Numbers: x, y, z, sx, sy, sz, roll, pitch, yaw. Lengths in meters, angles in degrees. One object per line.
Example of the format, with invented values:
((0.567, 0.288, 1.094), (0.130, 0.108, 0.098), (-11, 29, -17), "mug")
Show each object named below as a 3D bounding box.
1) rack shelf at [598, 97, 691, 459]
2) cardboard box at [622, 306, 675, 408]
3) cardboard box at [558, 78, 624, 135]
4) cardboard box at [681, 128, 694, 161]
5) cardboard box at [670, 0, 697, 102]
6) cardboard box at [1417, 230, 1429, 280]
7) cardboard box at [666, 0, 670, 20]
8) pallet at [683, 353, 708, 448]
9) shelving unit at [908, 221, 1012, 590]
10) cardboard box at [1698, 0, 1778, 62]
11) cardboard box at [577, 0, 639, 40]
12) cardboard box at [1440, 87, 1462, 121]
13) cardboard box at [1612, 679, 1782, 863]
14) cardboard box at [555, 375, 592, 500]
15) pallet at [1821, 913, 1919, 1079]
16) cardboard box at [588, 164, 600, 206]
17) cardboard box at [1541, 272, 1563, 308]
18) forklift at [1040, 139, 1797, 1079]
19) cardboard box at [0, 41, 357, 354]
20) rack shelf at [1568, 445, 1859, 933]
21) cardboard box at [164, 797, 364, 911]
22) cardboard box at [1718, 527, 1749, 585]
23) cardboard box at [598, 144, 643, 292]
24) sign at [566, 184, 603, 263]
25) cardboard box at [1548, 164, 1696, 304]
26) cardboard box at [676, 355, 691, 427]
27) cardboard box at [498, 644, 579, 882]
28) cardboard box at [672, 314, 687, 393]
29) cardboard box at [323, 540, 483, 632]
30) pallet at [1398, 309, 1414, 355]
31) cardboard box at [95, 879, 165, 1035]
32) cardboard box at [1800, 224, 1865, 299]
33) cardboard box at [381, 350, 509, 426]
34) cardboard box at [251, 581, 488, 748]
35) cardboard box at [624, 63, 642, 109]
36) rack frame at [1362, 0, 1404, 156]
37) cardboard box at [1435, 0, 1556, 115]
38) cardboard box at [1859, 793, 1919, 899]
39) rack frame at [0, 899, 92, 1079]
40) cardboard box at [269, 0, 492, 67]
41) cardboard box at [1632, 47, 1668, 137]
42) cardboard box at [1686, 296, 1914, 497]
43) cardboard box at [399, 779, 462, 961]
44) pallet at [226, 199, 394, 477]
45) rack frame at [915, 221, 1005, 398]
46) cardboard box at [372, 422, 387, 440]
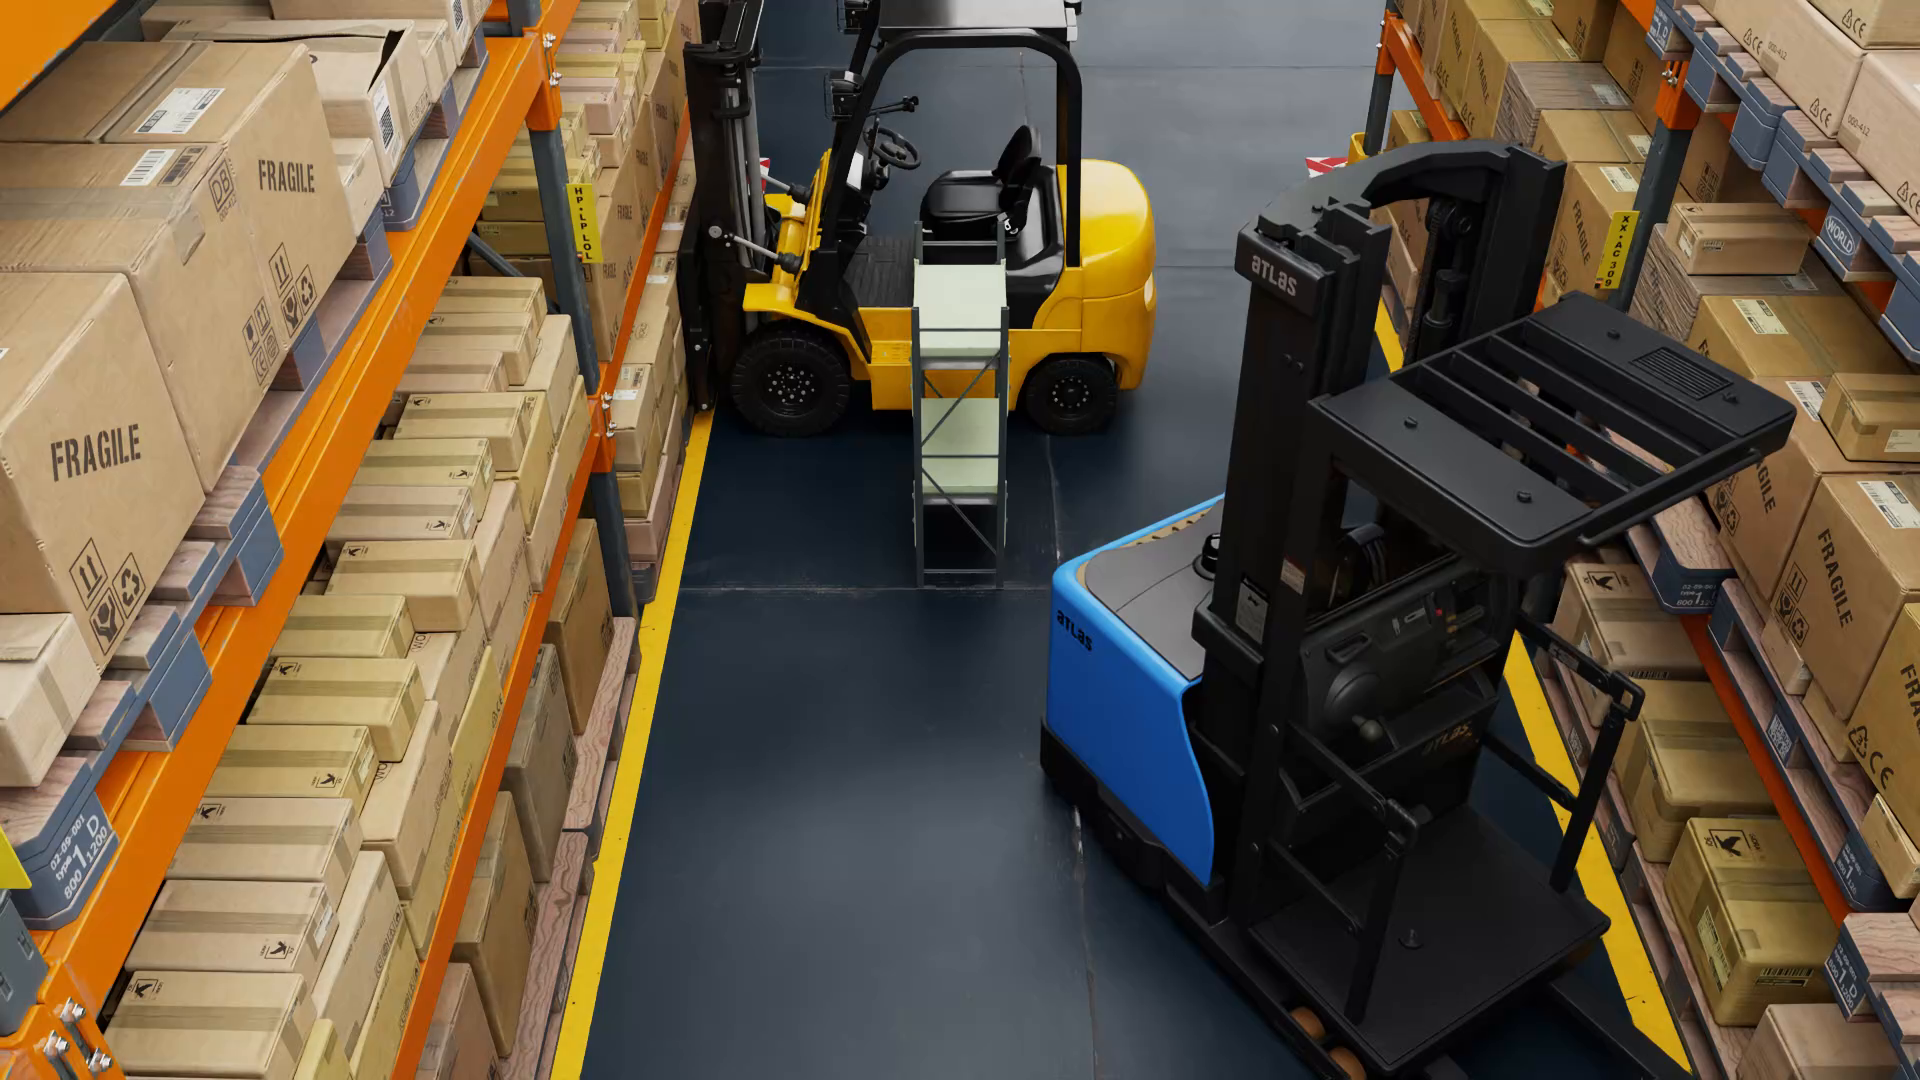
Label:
((-1.947, -1.722, 8.321), (1.077, 0.370, 4.000), (0, 39, 0), "rack shelf")
((-1.622, -0.856, 7.728), (0.500, 0.250, 0.500), (0, 39, 0), "cardboard box")
((-1.646, -1.844, 7.062), (0.380, 0.149, 0.250), (1, 39, 1), "cardboard box")
((-1.631, -2.128, 9.315), (0.500, 0.250, 0.500), (1, 39, 1), "cardboard box")
((-1.695, -2.661, 8.837), (0.500, 0.500, 0.500), (1, 39, 1), "cardboard box")
((2.736, -1.483, 8.711), (0.500, 0.500, 0.500), (1, 39, 1), "cardboard box")
((-1.664, -2.685, 8.349), (0.380, 0.149, 0.250), (-1, 39, -2), "cardboard box")
((-1.908, -0.927, 8.983), (1.003, 0.211, 1.213), (0, 39, 0), "pallet")
((0.000, -0.589, 7.532), (0.431, 1.500, 0.755), (0, 39, 0), "shelving unit")
((2.618, -1.669, 5.064), (0.500, 0.250, 0.500), (-1, 39, -1), "cardboard box")
((-1.731, -2.479, 7.854), (0.380, 0.149, 0.250), (0, 39, 1), "cardboard box")
((2.729, -2.305, 8.674), (0.380, 0.149, 0.250), (1, 39, 1), "cardboard box")
((3.026, 0.881, 6.263), (0.950, 0.372, 0.625), (2, 39, 3), "cardboard box")
((-1.683, -0.379, 6.190), (0.500, 0.250, 0.500), (1, 39, 1), "cardboard box")
((2.916, 1.372, 4.038), (1.213, 0.211, 1.003), (0, 39, 0), "pallet")
((-1.684, -1.406, 6.753), (0.380, 0.149, 0.250), (1, 39, 1), "cardboard box")
((2.706, -1.017, 7.067), (0.380, 0.149, 0.250), (1, 39, 1), "cardboard box")
((1.556, 0.399, 5.153), (1.130, 2.935, 3.031), (-22, 44, -26), "forklift")
((-1.699, -0.753, 3.642), (0.500, 0.500, 0.500), (1, 39, 1), "cardboard box")
((3.021, 0.773, 5.207), (1.077, 0.370, 4.000), (0, 39, 0), "rack shelf")
((-1.687, 0.766, 4.042), (0.380, 0.149, 0.250), (0, 39, 0), "cardboard box")
((2.730, 0.016, 5.442), (0.380, 0.149, 0.250), (1, 39, 1), "cardboard box")
((-1.702, -1.395, 7.257), (0.500, 0.500, 0.500), (1, 39, 1), "cardboard box")
((-1.402, -1.180, 6.207), (0.100, 0.325, 0.005), (0, 39, 0), "sign")
((2.769, -1.191, 6.765), (0.500, 0.500, 0.500), (-1, 39, -1), "cardboard box")
((-1.647, -0.785, 8.439), (0.500, 0.250, 0.500), (1, 39, 1), "cardboard box")
((-1.940, 0.822, 6.134), (0.875, 0.625, 0.625), (0, 39, 0), "cardboard box")
((-1.628, -0.970, 8.271), (0.500, 0.250, 0.500), (0, 39, 0), "cardboard box")
((-1.614, 0.134, 4.831), (0.380, 0.149, 0.250), (-1, 39, -1), "cardboard box")
((2.978, -0.855, 8.894), (1.003, 0.211, 1.213), (0, 39, 0), "pallet")
((-2.221, 1.012, 4.054), (0.500, 0.250, 0.500), (0, 39, 0), "cardboard box")
((3.249, -0.789, 5.927), (0.500, 0.500, 0.500), (-1, 39, -1), "cardboard box")
((-1.757, -0.517, 5.643), (0.380, 0.149, 0.250), (0, 39, 0), "cardboard box")
((-1.704, 0.375, 4.849), (0.500, 0.250, 0.500), (0, 39, 1), "cardboard box")
((-1.655, -2.045, 7.549), (0.380, 0.149, 0.250), (-1, 39, -1), "cardboard box")
((3.014, -3.260, 9.665), (1.000, 3.000, 0.127), (0, 39, 0), "rack frame")
((2.743, -2.476, 8.369), (0.500, 0.500, 0.500), (-1, 39, -1), "cardboard box")
((2.663, 0.818, 4.442), (0.380, 0.149, 0.250), (1, 39, 1), "cardboard box")
((-1.940, 1.749, 3.414), (1.000, 3.000, 0.127), (0, 39, 0), "rack frame")
((-1.700, -1.639, 4.898), (0.500, 0.311, 0.500), (-1, 39, -1), "cardboard box")
((3.256, -1.898, 6.848), (0.700, 0.500, 0.500), (0, 39, 0), "cardboard box")
((2.734, -0.471, 5.531), (0.500, 0.500, 0.500), (0, 39, 0), "cardboard box")
((-1.700, 0.893, 4.602), (0.500, 0.250, 0.500), (-1, 39, -2), "cardboard box")
((-2.035, -0.472, 3.938), (1.003, 0.211, 1.213), (2, 39, 2), "pallet")
((0.000, -0.818, 7.817), (0.400, 1.500, 0.023), (0, 39, 0), "rack frame")
((-2.210, -0.257, 5.638), (0.500, 0.250, 0.500), (0, 39, -1), "cardboard box")
